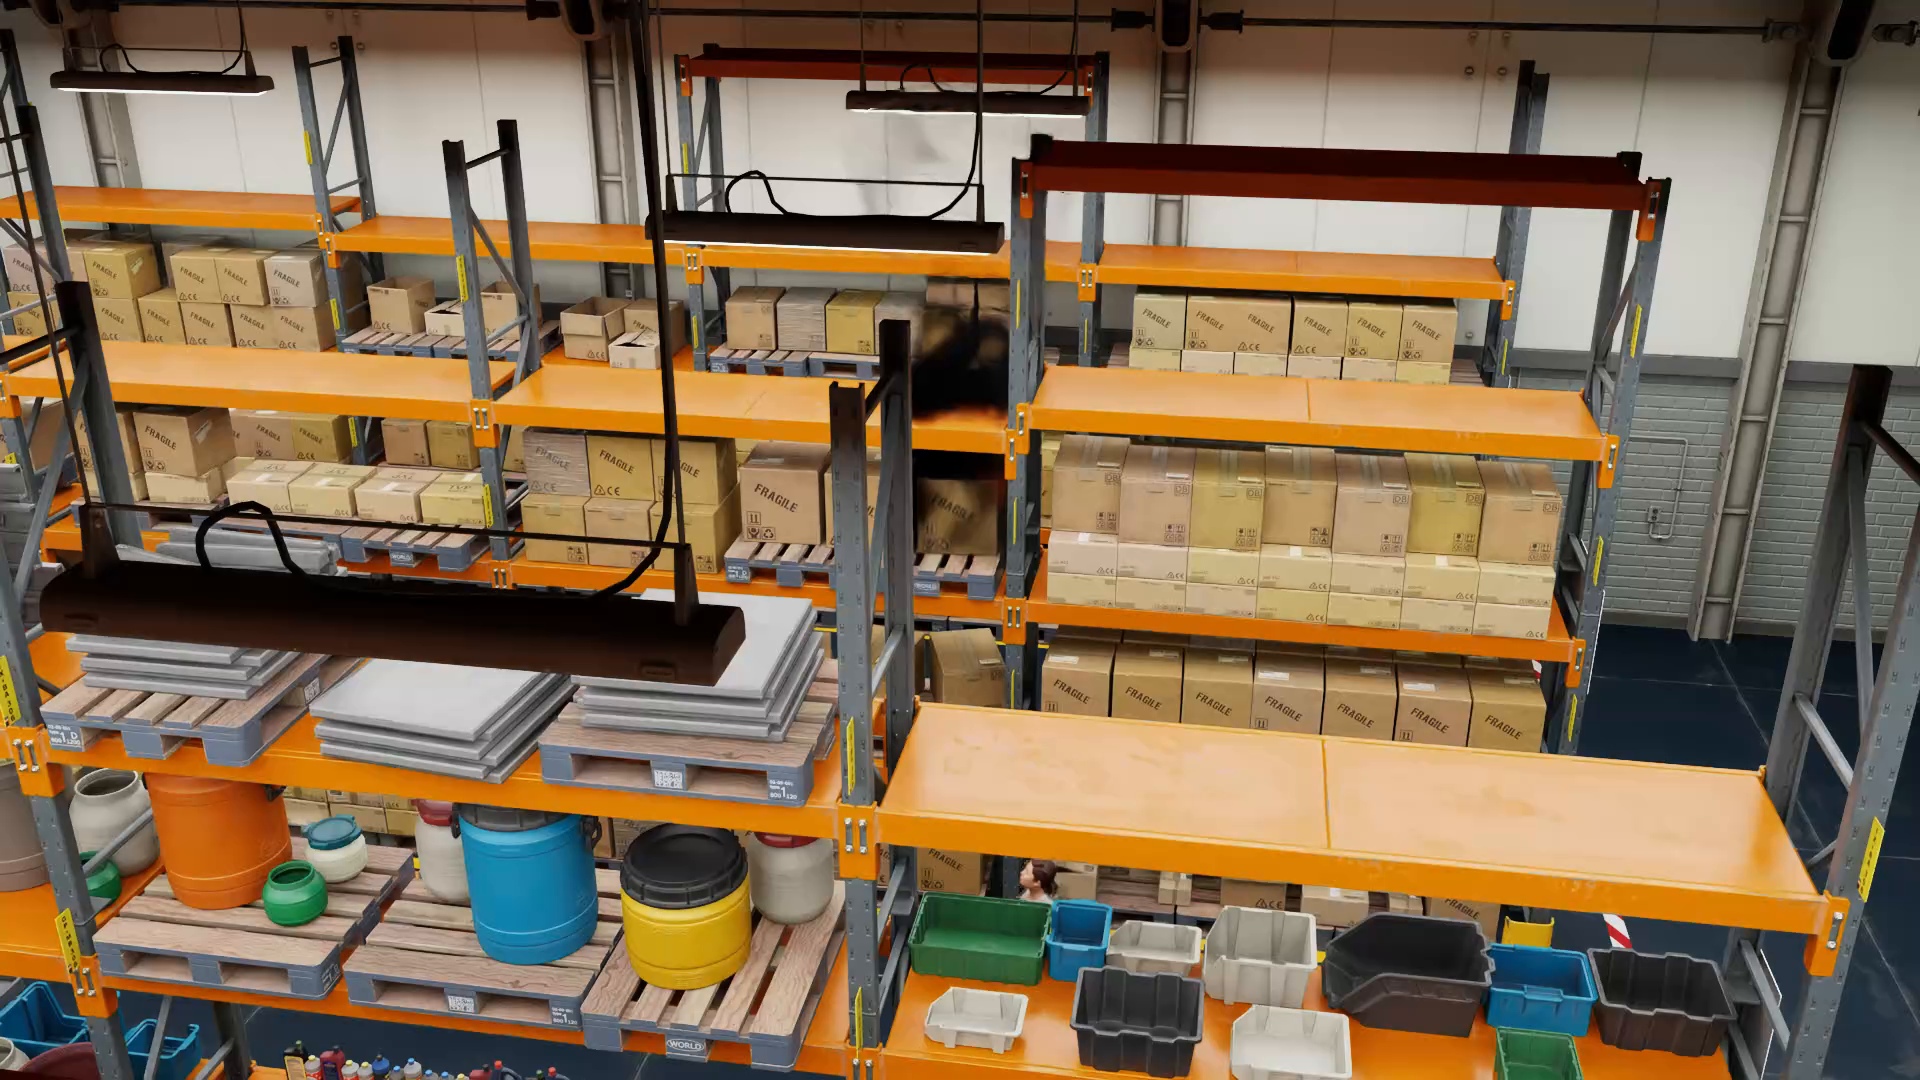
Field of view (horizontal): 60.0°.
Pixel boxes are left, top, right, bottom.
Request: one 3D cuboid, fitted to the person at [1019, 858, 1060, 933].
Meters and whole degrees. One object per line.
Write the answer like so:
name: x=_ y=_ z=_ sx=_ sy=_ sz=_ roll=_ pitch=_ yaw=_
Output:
person: x=0.564 y=2.887 z=11.513 sx=0.569 sy=1.626 sz=0.601 roll=2 pitch=23 yaw=5
